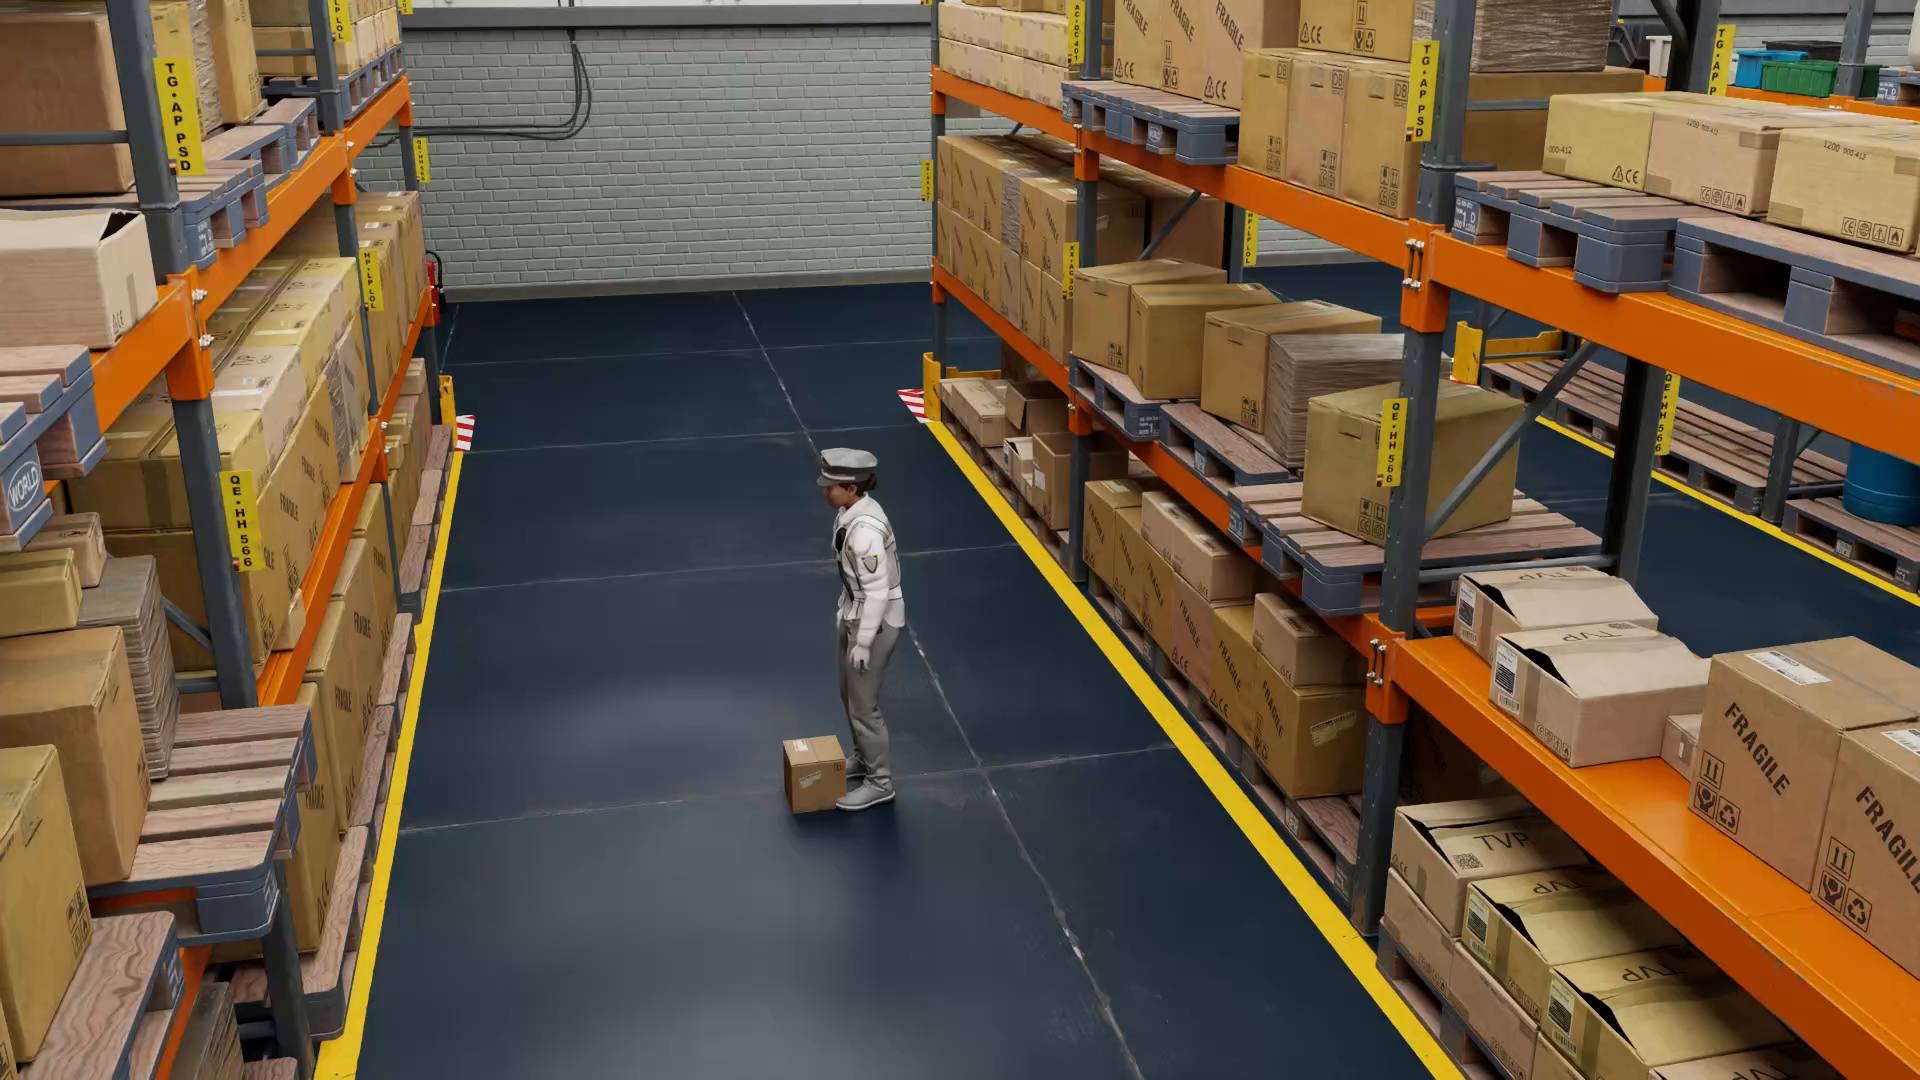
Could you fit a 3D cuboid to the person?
[{"bbox_3d":[-0.441,0.389,7.481,0.371,1.664,0.524,-4,20,-12],"label":"person"}]
